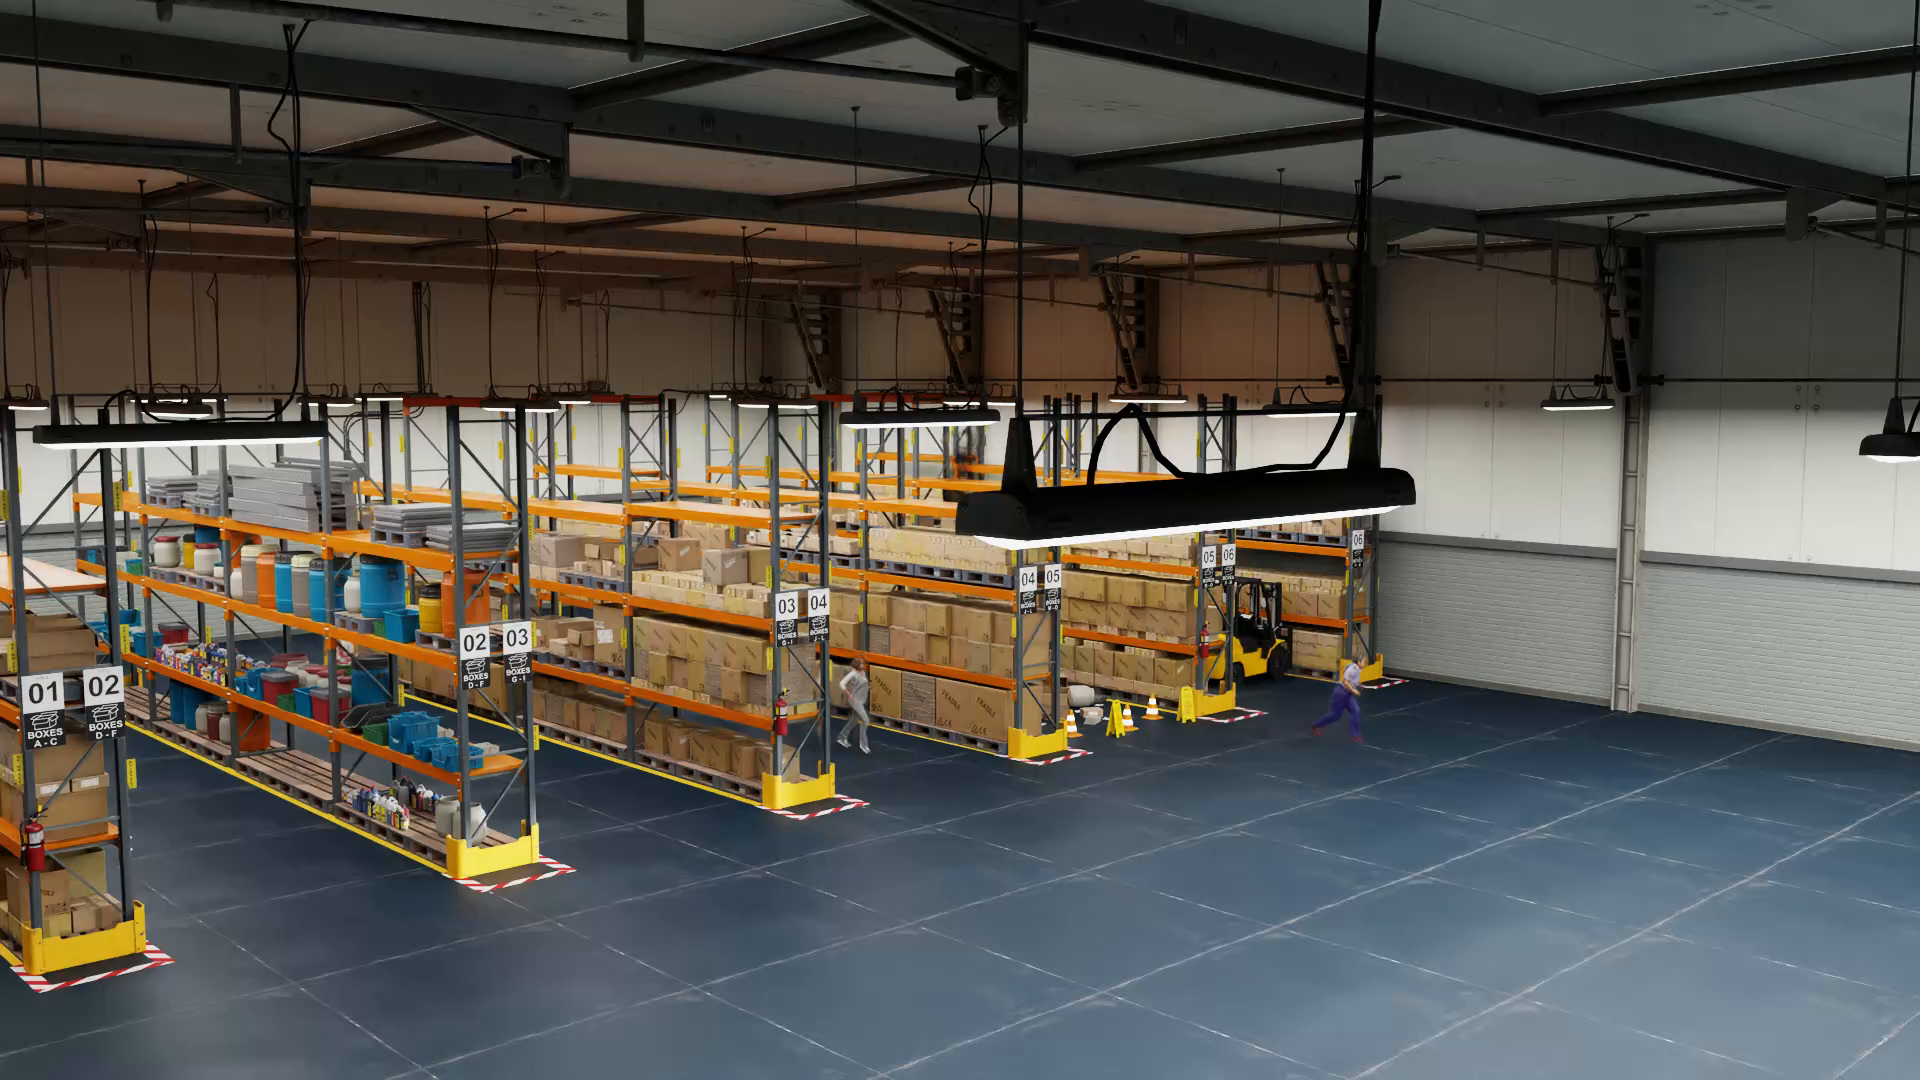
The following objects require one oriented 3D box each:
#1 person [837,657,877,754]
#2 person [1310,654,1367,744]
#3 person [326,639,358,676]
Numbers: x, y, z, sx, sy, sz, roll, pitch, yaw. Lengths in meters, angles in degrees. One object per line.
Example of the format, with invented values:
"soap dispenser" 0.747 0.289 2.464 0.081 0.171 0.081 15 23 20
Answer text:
"person" -1.759 2.805 28.275 0.736 1.647 0.522 2 6 19
"person" 6.618 2.774 29.067 0.974 1.598 0.641 2 6 19
"person" -11.821 2.352 31.807 0.791 1.707 0.657 4 7 34
